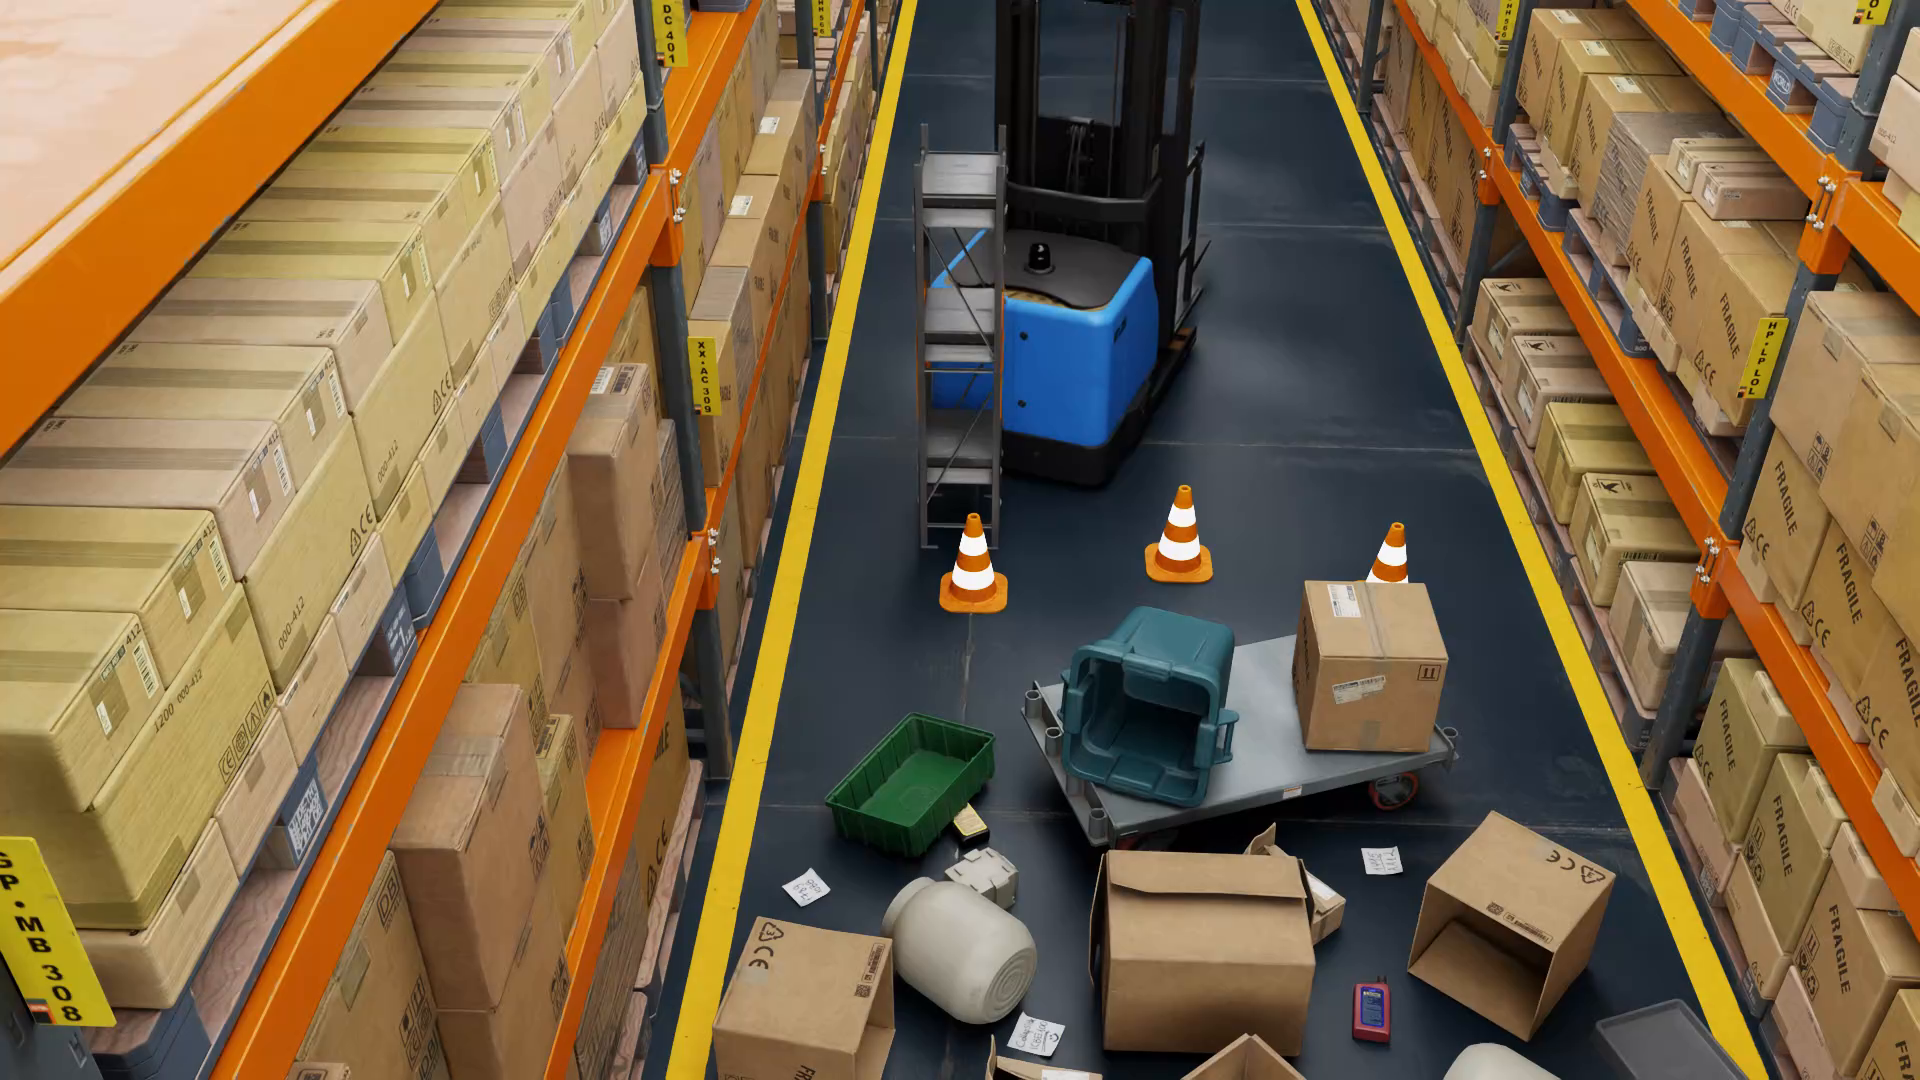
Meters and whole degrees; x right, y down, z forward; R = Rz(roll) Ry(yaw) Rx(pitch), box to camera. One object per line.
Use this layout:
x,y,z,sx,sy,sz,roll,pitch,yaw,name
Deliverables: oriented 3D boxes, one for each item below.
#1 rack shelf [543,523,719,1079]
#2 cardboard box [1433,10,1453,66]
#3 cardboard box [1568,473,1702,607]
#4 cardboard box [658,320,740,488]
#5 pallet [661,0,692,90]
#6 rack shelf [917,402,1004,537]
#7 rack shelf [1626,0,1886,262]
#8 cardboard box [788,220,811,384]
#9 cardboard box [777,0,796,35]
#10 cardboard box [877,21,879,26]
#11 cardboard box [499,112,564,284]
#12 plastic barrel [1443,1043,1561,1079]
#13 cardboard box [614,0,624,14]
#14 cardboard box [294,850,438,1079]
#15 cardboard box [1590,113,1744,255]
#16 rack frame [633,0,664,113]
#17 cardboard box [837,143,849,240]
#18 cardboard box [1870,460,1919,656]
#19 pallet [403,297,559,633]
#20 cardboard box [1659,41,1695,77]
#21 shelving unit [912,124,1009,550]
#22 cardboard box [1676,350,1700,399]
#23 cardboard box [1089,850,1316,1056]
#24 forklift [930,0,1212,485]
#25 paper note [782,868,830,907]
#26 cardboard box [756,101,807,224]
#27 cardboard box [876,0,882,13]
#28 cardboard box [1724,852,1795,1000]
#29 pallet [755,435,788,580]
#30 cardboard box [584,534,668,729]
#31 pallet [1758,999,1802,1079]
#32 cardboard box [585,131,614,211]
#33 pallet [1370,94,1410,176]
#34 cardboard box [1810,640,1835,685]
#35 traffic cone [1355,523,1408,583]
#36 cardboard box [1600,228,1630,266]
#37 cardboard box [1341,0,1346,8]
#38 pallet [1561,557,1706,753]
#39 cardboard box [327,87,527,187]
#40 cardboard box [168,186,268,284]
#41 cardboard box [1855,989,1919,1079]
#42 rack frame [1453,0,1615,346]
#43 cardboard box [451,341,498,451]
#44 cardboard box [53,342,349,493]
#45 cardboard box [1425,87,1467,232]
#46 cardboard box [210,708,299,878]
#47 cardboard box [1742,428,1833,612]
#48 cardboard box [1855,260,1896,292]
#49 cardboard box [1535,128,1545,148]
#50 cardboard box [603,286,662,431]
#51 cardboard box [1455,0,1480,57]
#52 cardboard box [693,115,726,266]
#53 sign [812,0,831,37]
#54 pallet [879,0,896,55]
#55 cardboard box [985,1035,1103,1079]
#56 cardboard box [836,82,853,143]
-1.575,1.217,4.981,1.077,0.370,4.000,1,35,2,rack shelf
3.418,-3.287,10.894,0.500,0.250,0.500,1,35,1,cardboard box
3.500,0.018,7.981,0.950,0.372,0.625,3,35,5,cardboard box
-1.204,-0.564,6.802,0.500,0.500,0.500,2,35,2,cardboard box
-1.507,-1.903,6.353,0.805,0.209,1.217,0,35,0,pallet
0.007,-0.370,8.638,0.431,0.518,0.480,1,35,2,rack shelf
3.536,-2.252,7.309,1.077,0.370,4.000,1,35,2,rack shelf
-1.448,-1.428,9.711,1.050,0.750,0.750,1,35,1,cardboard box
-1.121,-3.101,9.835,0.380,0.149,0.250,1,35,2,cardboard box
-0.908,-4.474,14.567,0.380,0.149,0.250,1,35,1,cardboard box
-1.300,-0.860,4.122,0.500,0.250,0.500,1,35,1,cardboard box
1.865,1.960,5.539,0.512,0.421,0.421,28,44,33,plastic barrel
-1.190,-1.673,4.931,0.380,0.149,0.250,1,35,1,cardboard box
-1.671,1.038,3.541,0.875,0.550,0.550,1,35,2,cardboard box
3.311,-1.658,7.735,0.500,0.500,0.500,0,35,0,cardboard box
-1.494,-2.681,4.685,1.000,3.000,0.127,1,35,2,rack frame
-1.034,-2.363,11.258,0.500,0.500,0.500,2,35,2,cardboard box
3.132,0.087,4.749,0.700,0.500,0.500,1,35,1,cardboard box
-1.589,-0.249,3.909,1.003,0.211,1.213,1,35,2,pallet
3.866,-2.238,8.561,0.500,0.500,0.500,1,35,1,cardboard box
0.007,-0.954,8.227,0.431,2.100,0.503,1,35,2,shelving unit
3.229,-0.693,6.926,0.380,0.149,0.250,0,35,0,cardboard box
0.865,1.488,6.022,0.797,0.637,0.503,1,35,2,cardboard box
0.829,-2.338,9.473,1.130,2.935,3.031,13,37,17,forklift
-0.616,1.395,6.684,0.147,0.020,0.142,-24,42,-30,paper note
-1.105,-2.014,8.866,0.500,0.500,0.500,1,35,2,cardboard box
-0.896,-4.752,14.704,0.380,0.149,0.250,3,35,4,cardboard box
3.152,1.422,6.089,0.500,0.250,0.500,3,35,5,cardboard box
-1.492,-0.234,8.845,1.003,0.211,1.213,1,35,2,pallet
-1.497,0.241,5.614,0.875,0.550,0.550,1,35,2,cardboard box
3.418,2.060,5.581,1.003,0.211,1.213,1,35,2,pallet
-1.208,-1.054,4.744,0.380,0.149,0.250,2,35,3,cardboard box
3.821,-3.181,13.038,1.003,0.211,1.213,1,35,2,pallet
3.184,0.406,5.728,0.380,0.149,0.250,1,35,2,cardboard box
2.107,0.123,8.119,0.336,0.463,0.334,1,35,2,traffic cone
3.304,-1.428,7.972,0.380,0.149,0.250,2,35,3,cardboard box
3.983,-5.281,15.464,0.875,0.438,0.875,2,35,3,cardboard box
3.486,0.523,7.768,1.003,0.211,1.213,1,35,2,pallet
-1.242,-0.948,3.899,0.380,0.149,0.250,1,35,1,cardboard box
-1.852,-0.582,3.726,0.500,0.250,0.500,2,35,2,cardboard box
3.112,1.718,5.016,0.500,0.500,0.500,1,35,1,cardboard box
3.616,-2.469,9.599,1.000,3.000,0.127,1,35,2,rack frame
-1.261,-0.327,3.709,0.380,0.149,0.250,2,35,2,cardboard box
-1.292,-0.213,2.854,0.380,0.149,0.250,2,35,2,cardboard box
3.767,-2.678,11.381,0.875,0.875,0.875,2,35,2,cardboard box
-1.311,0.398,2.678,0.380,0.149,0.250,2,35,2,cardboard box
3.160,-0.087,5.865,0.500,0.500,0.500,1,35,2,cardboard box
3.761,-0.768,6.468,0.500,0.500,0.500,2,35,3,cardboard box
3.373,-2.194,9.061,0.380,0.149,0.250,-1,35,-1,cardboard box
-1.543,-0.519,5.755,0.875,0.550,0.550,1,35,2,cardboard box
3.399,-3.191,10.322,0.500,0.250,0.500,0,35,1,cardboard box
-1.441,-1.548,7.333,0.700,0.500,0.500,2,35,2,cardboard box
-0.779,-2.988,9.331,0.100,0.325,0.005,1,35,2,sign
-1.135,-4.772,15.301,1.003,0.211,1.213,1,35,2,pallet
0.277,1.922,5.730,0.396,0.266,0.258,7,36,10,cardboard box
-1.011,-2.947,11.436,0.500,0.250,0.500,2,35,2,cardboard box
